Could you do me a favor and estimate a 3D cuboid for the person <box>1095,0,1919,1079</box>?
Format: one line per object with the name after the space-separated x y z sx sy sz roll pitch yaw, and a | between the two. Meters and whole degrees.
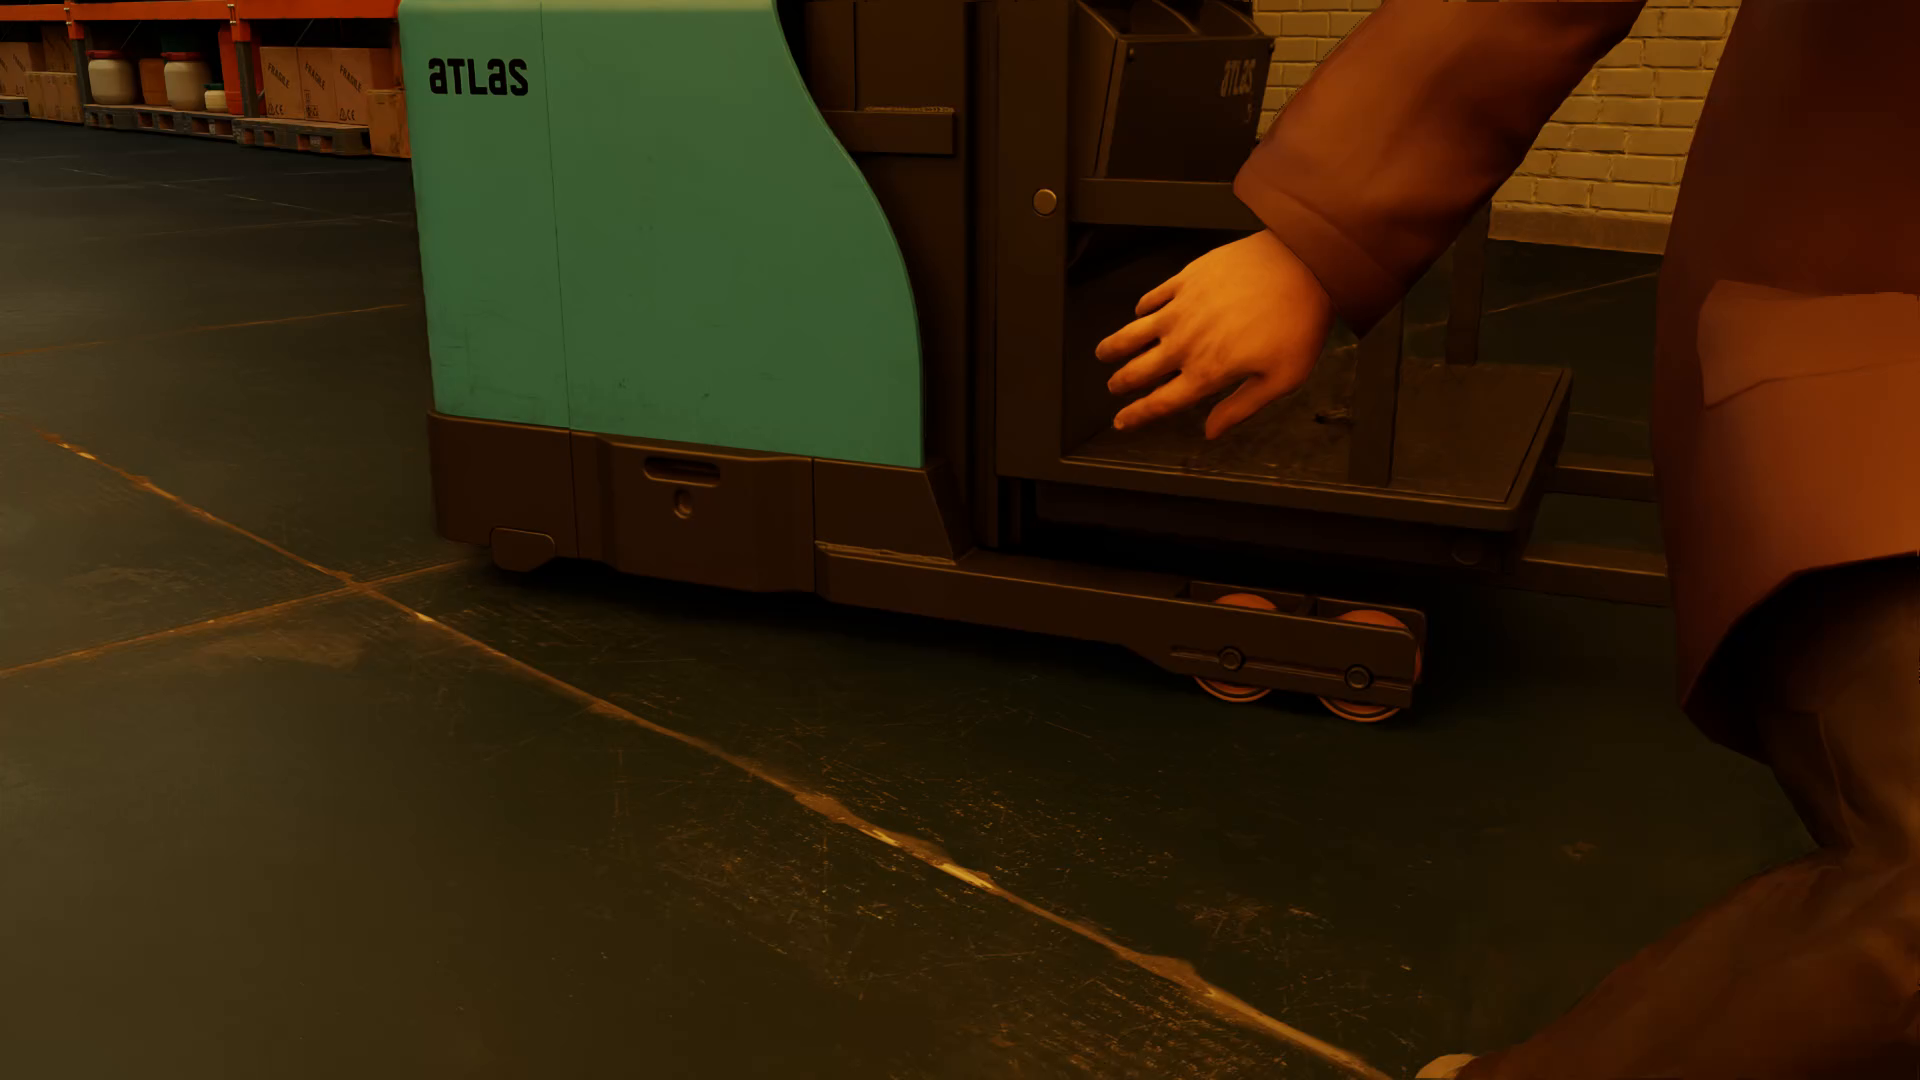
0.683 -0.083 1.110 1.078 1.701 0.571 -8 19 -24 | person

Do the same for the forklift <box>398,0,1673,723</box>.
0.555 -1.304 2.649 3.031 2.935 1.130 7 19 22 | forklift
